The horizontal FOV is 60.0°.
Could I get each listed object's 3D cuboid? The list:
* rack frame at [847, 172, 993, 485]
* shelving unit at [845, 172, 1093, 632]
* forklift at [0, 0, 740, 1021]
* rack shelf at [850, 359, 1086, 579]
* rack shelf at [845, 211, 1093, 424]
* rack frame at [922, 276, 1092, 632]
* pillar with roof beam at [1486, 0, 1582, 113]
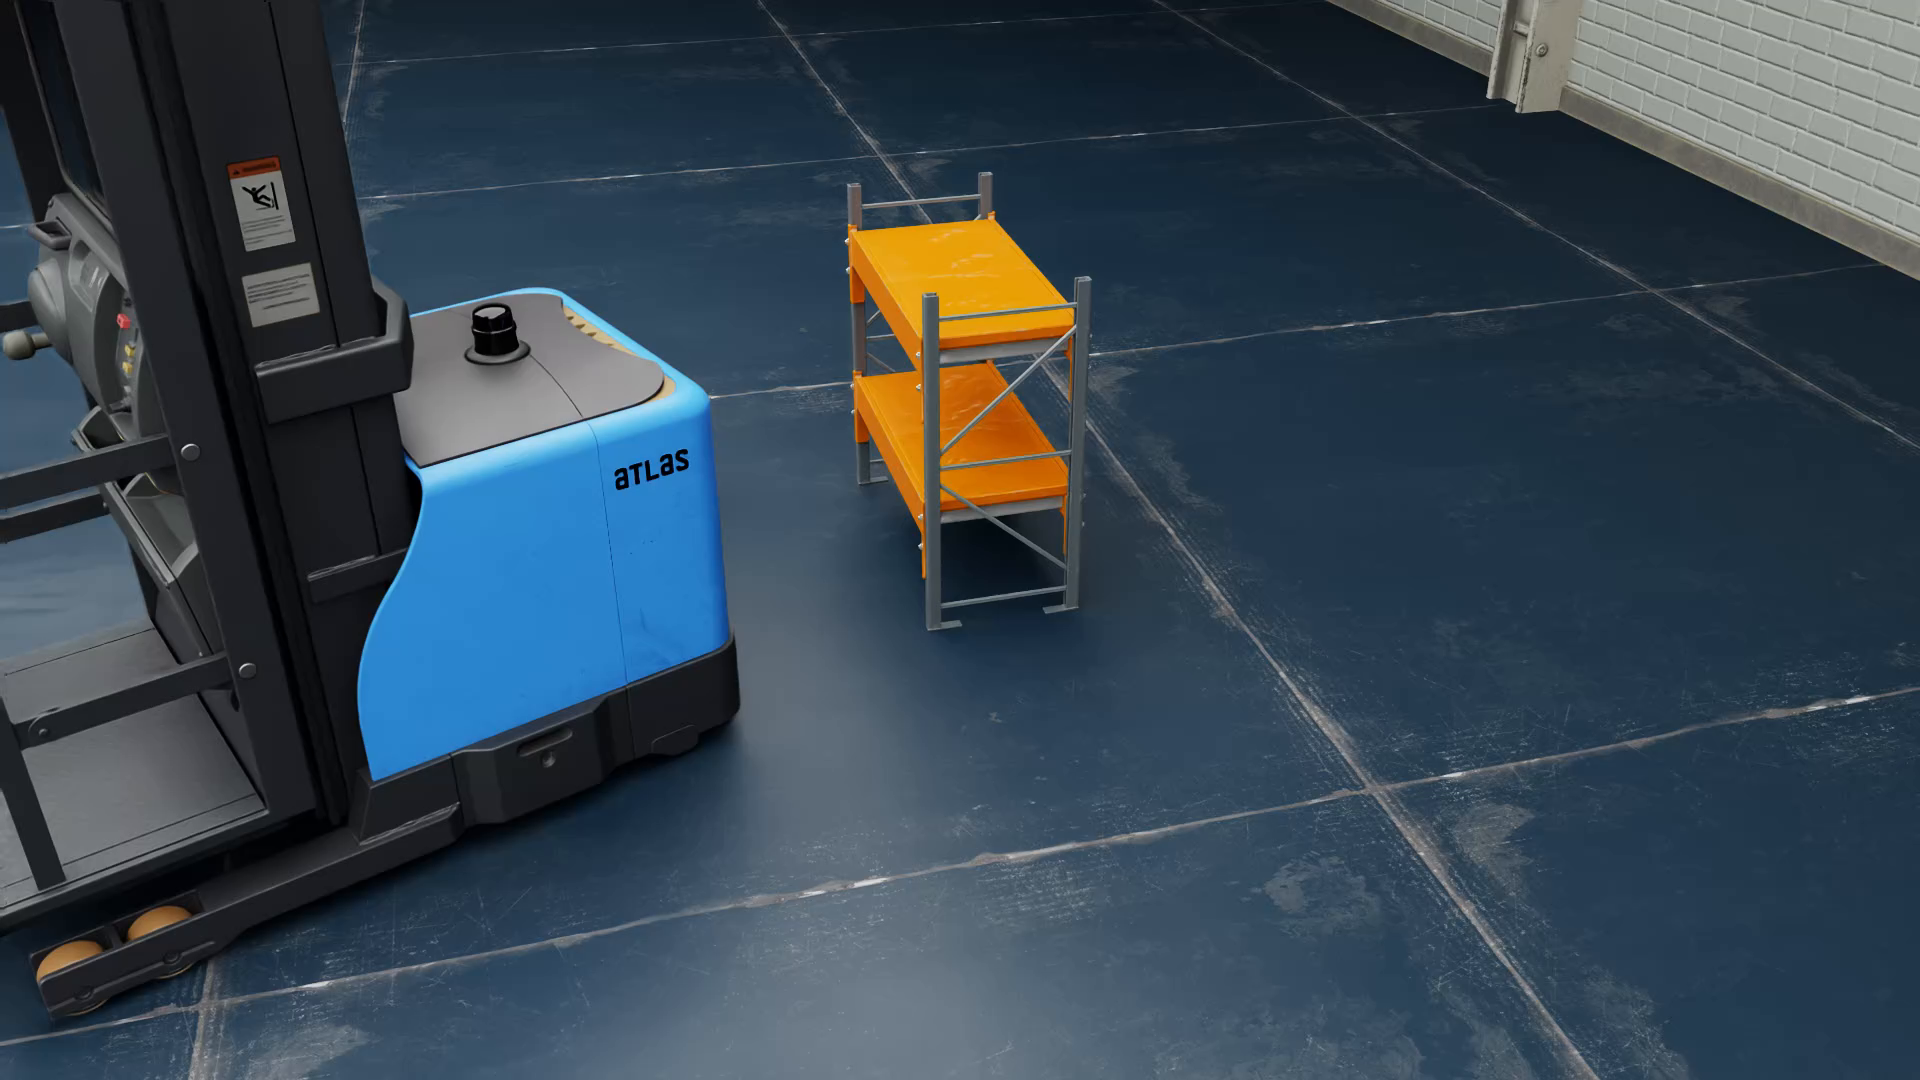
[{"bbox_3d":[-0.133,-0.729,5.887,0.500,1.125,0.032,-8,31,-13],"label":"rack frame"},{"bbox_3d":[0.002,-0.484,5.463,0.538,1.125,1.048,-8,31,-13],"label":"shelving unit"},{"bbox_3d":[-2.115,-0.471,3.638,3.031,2.935,1.130,-21,36,-31],"label":"forklift"},{"bbox_3d":[0.002,-0.272,5.585,0.538,0.278,1.000,-8,31,-13],"label":"rack shelf"},{"bbox_3d":[0.002,-0.737,5.316,0.538,0.278,1.000,-8,31,-13],"label":"rack shelf"},{"bbox_3d":[0.137,-0.238,5.038,0.500,1.125,0.032,-8,31,-13],"label":"rack frame"},{"bbox_3d":[-0.579,-6.090,7.288,9.100,9.000,0.400,-8,31,-13],"label":"pillar with roof beam"}]
